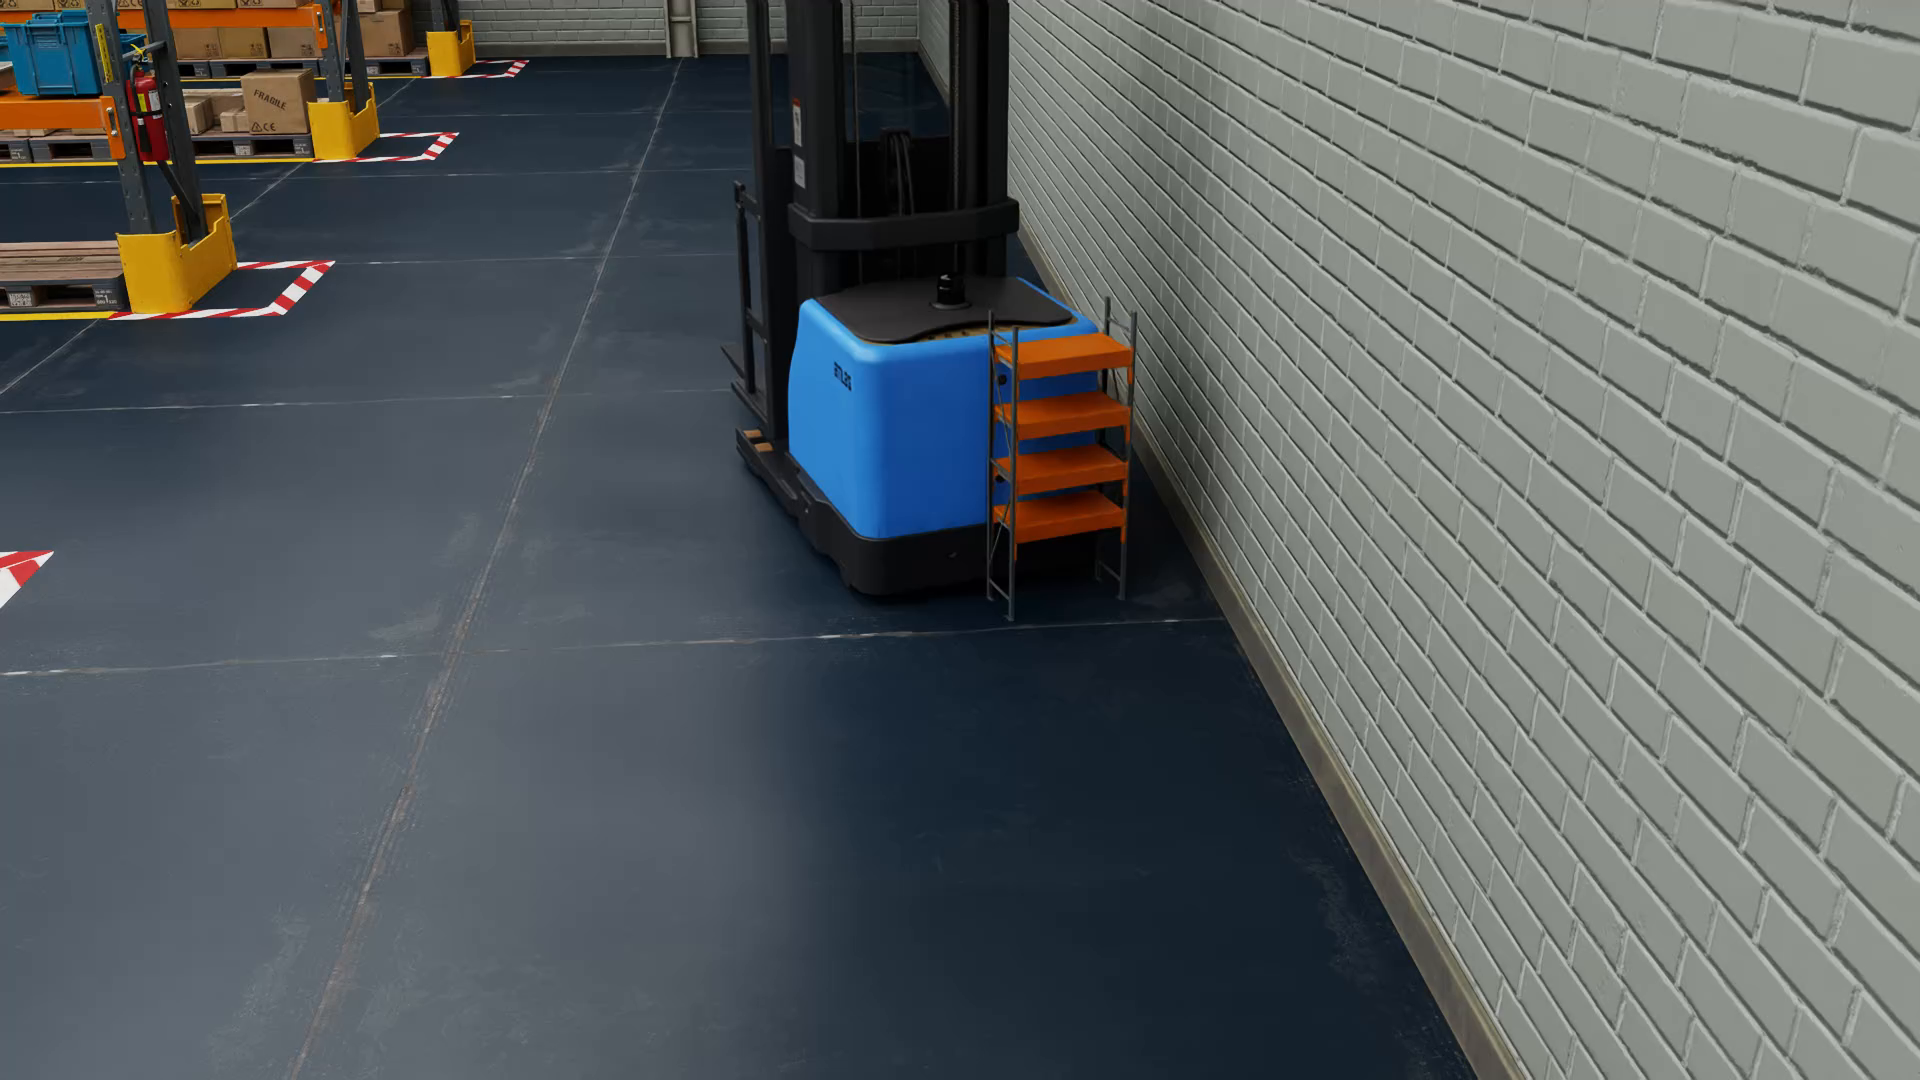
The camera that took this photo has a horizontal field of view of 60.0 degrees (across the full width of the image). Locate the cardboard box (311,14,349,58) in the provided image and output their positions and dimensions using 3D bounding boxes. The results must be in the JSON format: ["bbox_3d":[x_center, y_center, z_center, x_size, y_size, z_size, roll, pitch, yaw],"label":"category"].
[{"bbox_3d":[-7.283,-5.989,19.591,0.500,0.500,0.700,-2,24,-5],"label":"cardboard box"}]

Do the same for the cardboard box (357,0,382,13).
[{"bbox_3d":[-6.895,-6.226,19.327,0.250,0.149,0.380,-3,24,-6],"label":"cardboard box"}]

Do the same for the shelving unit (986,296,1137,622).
[{"bbox_3d":[0.385,-0.309,6.468,0.503,1.200,0.258,-10,26,-20],"label":"shelving unit"}]

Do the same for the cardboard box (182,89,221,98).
[{"bbox_3d":[-7.172,-4.023,15.452,0.500,0.250,0.500,-2,24,-5],"label":"cardboard box"}]

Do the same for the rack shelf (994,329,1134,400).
[{"bbox_3d":[0.385,-0.668,6.308,0.480,0.148,0.258,-10,26,-20],"label":"rack shelf"}]

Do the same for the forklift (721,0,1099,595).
[{"bbox_3d":[-0.443,-1.691,7.446,1.130,2.935,3.031,-9,26,-19],"label":"forklift"}]

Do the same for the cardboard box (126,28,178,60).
[{"bbox_3d":[-9.325,-5.906,19.405,0.500,0.500,0.700,-2,24,-4],"label":"cardboard box"}]

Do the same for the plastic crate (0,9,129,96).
[{"bbox_3d":[-5.440,-2.978,10.139,0.499,0.435,0.616,-2,24,-5],"label":"plastic crate"}]

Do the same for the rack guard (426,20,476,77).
[{"bbox_3d":[-6.075,-5.886,19.878,0.348,0.500,1.175,-2,24,-5],"label":"rack guard"}]

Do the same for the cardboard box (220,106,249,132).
[{"bbox_3d":[-6.537,-3.831,15.122,0.250,0.166,0.380,-2,24,-5],"label":"cardboard box"}]

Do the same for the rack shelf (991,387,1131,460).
[{"bbox_3d":[0.385,-0.452,6.405,0.480,0.148,0.258,-10,26,-20],"label":"rack shelf"}]

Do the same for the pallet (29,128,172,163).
[{"bbox_3d":[-7.688,-3.668,15.244,1.213,0.211,1.003,-2,24,-5],"label":"pallet"}]

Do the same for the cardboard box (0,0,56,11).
[{"bbox_3d":[-8.047,-4.862,14.373,0.500,0.500,0.500,-2,24,-5],"label":"cardboard box"}]

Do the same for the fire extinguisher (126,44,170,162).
[{"bbox_3d":[-4.930,-2.640,10.050,0.183,0.674,0.296,-2,24,-5],"label":"fire extinguisher"}]

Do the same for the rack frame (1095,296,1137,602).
[{"bbox_3d":[0.611,-0.347,6.553,0.015,1.200,0.240,-10,26,-20],"label":"rack frame"}]

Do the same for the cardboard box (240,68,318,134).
[{"bbox_3d":[-6.125,-3.963,15.009,0.500,0.500,0.500,-2,24,-5],"label":"cardboard box"}]

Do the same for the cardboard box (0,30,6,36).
[{"bbox_3d":[-10.713,-5.999,19.183,0.750,0.750,0.750,-2,24,-5],"label":"cardboard box"}]

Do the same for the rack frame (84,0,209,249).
[{"bbox_3d":[-5.125,-3.023,10.358,0.127,3.000,1.000,-2,24,-5],"label":"rack frame"}]

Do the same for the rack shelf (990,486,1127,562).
[{"bbox_3d":[0.385,-0.066,6.576,0.480,0.148,0.258,-10,26,-20],"label":"rack shelf"}]

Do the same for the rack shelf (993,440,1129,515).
[{"bbox_3d":[0.385,-0.248,6.495,0.480,0.148,0.258,-10,26,-20],"label":"rack shelf"}]

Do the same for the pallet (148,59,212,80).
[{"bbox_3d":[-9.315,-5.592,19.572,1.213,0.211,1.003,-2,24,-5],"label":"pallet"}]

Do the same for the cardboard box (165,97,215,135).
[{"bbox_3d":[-7.073,-3.823,15.002,0.500,0.250,0.500,-2,24,-5],"label":"cardboard box"}]

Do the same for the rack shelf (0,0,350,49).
[{"bbox_3d":[-7.598,-4.617,14.830,4.000,0.370,1.077,-2,24,-5],"label":"rack shelf"}]

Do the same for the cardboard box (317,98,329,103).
[{"bbox_3d":[-6.058,-4.046,15.628,0.250,0.149,0.380,-2,24,-5],"label":"cardboard box"}]

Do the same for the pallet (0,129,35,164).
[{"bbox_3d":[-8.905,-3.618,15.131,1.213,0.211,1.003,-2,24,-5],"label":"pallet"}]

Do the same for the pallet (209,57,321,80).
[{"bbox_3d":[-8.098,-5.642,19.684,1.213,0.211,1.003,-2,24,-5],"label":"pallet"}]

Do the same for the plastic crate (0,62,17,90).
[{"bbox_3d":[-5.918,-2.824,10.162,0.243,0.136,0.396,-2,24,-5],"label":"plastic crate"}]

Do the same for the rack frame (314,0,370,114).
[{"bbox_3d":[-5.608,-5.025,14.863,0.127,3.000,1.000,-2,24,-5],"label":"rack frame"}]

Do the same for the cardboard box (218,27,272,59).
[{"bbox_3d":[-8.314,-5.944,19.491,0.500,0.500,0.700,-2,24,-4],"label":"cardboard box"}]

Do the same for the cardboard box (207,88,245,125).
[{"bbox_3d":[-6.674,-4.043,15.497,0.500,0.250,0.500,-2,24,-5],"label":"cardboard box"}]

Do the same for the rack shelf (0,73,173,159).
[{"bbox_3d":[-7.115,-2.615,10.325,4.000,0.370,1.077,-2,24,-5],"label":"rack shelf"}]

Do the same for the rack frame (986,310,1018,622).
[{"bbox_3d":[0.160,-0.271,6.383,0.015,1.200,0.240,-10,26,-20],"label":"rack frame"}]

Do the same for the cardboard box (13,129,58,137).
[{"bbox_3d":[-8.290,-3.740,14.918,0.250,0.166,0.380,-2,24,-5],"label":"cardboard box"}]

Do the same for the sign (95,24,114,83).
[{"bbox_3d":[-5.054,-2.876,9.827,0.005,0.325,0.100,-2,24,-5],"label":"sign"}]

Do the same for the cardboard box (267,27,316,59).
[{"bbox_3d":[-7.784,-5.968,19.546,0.500,0.500,0.700,-3,24,-7],"label":"cardboard box"}]

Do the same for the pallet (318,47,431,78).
[{"bbox_3d":[-6.886,-5.690,19.791,1.213,0.211,1.003,-2,24,-5],"label":"pallet"}]

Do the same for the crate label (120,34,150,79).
[{"bbox_3d":[-5.403,-3.097,10.658,0.303,0.233,0.416,-2,24,-5],"label":"crate label"}]

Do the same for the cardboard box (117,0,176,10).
[{"bbox_3d":[-7.040,-4.903,14.466,0.500,0.500,0.500,-2,24,-5],"label":"cardboard box"}]

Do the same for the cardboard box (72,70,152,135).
[{"bbox_3d":[-7.719,-4.003,15.095,0.637,0.503,0.797,-2,24,-5],"label":"cardboard box"}]

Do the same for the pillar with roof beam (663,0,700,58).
[{"bbox_3d":[-3.073,-8.486,15.263,0.400,9.000,9.100,-2,24,-5],"label":"pillar with roof beam"}]

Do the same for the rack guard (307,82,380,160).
[{"bbox_3d":[-5.683,-3.880,15.364,0.348,0.500,1.175,-2,24,-5],"label":"rack guard"}]

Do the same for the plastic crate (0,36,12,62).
[{"bbox_3d":[-6.058,-3.071,10.598,0.300,0.233,0.416,-2,24,-5],"label":"plastic crate"}]

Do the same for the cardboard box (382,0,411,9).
[{"bbox_3d":[-6.680,-6.391,19.698,0.250,0.149,0.380,-2,24,-5],"label":"cardboard box"}]

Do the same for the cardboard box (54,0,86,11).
[{"bbox_3d":[-7.541,-4.883,14.421,0.500,0.500,0.500,-3,24,-6],"label":"cardboard box"}]

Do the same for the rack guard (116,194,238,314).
[{"bbox_3d":[-5.102,-1.887,10.880,0.348,0.500,1.175,-2,24,-5],"label":"rack guard"}]

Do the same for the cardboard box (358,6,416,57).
[{"bbox_3d":[-6.785,-6.009,19.636,0.500,0.500,0.700,-2,24,-5],"label":"cardboard box"}]

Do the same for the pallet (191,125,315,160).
[{"bbox_3d":[-6.477,-3.716,15.350,1.213,0.211,1.003,-2,24,-5],"label":"pallet"}]

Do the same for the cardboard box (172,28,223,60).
[{"bbox_3d":[-8.825,-5.925,19.447,0.500,0.500,0.700,-3,24,-6],"label":"cardboard box"}]

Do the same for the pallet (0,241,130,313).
[{"bbox_3d":[-5.949,-1.732,10.886,1.213,0.211,1.003,-2,24,-5],"label":"pallet"}]

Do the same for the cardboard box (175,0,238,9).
[{"bbox_3d":[-6.543,-4.921,14.505,0.500,0.500,0.500,-2,24,-5],"label":"cardboard box"}]

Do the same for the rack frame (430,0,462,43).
[{"bbox_3d":[-6.098,-7.028,19.368,0.127,3.000,1.000,-2,24,-5],"label":"rack frame"}]

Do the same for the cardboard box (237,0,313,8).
[{"bbox_3d":[-6.027,-4.943,14.555,0.500,0.500,0.500,-2,24,-4],"label":"cardboard box"}]
